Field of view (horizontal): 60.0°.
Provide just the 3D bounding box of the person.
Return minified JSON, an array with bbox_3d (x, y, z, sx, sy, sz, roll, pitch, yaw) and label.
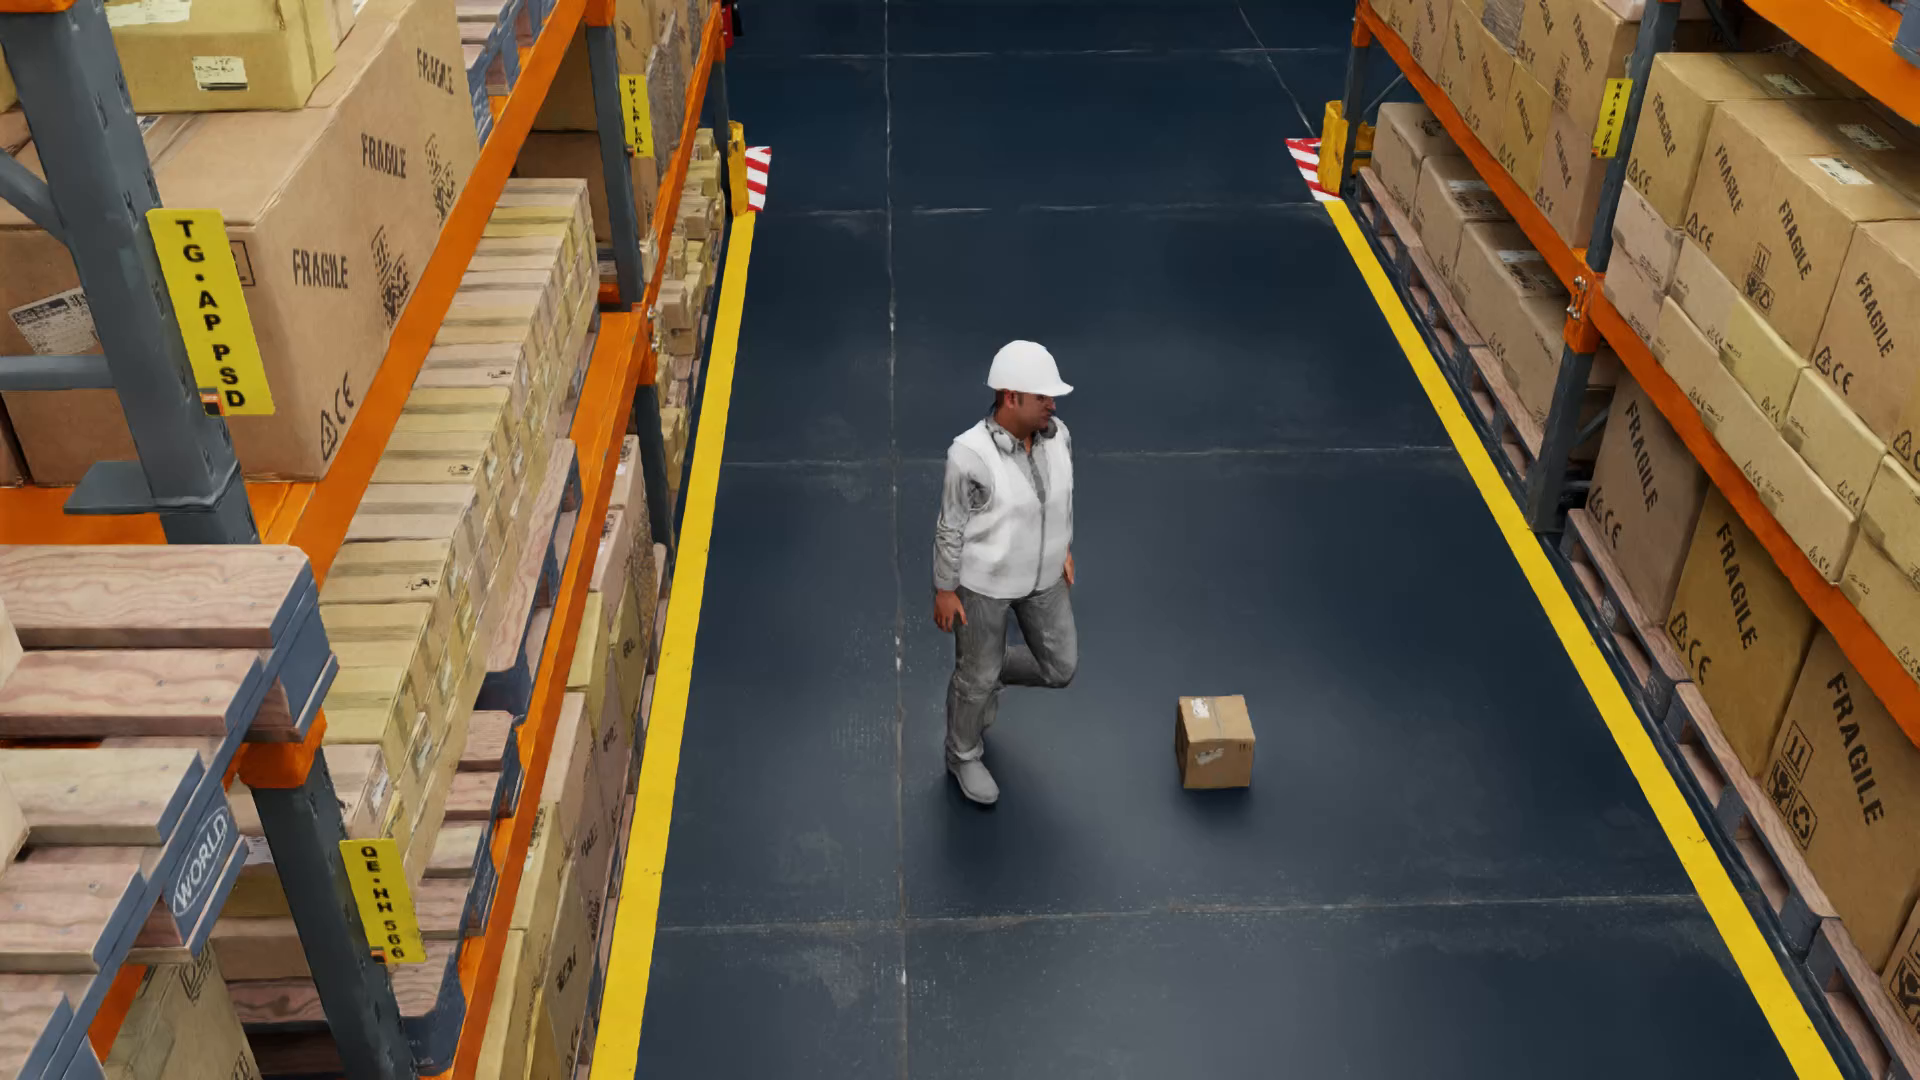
[{"bbox_3d":[0.161,0.098,5.958,0.603,1.758,0.510,-22,41,-28],"label":"person"}]
